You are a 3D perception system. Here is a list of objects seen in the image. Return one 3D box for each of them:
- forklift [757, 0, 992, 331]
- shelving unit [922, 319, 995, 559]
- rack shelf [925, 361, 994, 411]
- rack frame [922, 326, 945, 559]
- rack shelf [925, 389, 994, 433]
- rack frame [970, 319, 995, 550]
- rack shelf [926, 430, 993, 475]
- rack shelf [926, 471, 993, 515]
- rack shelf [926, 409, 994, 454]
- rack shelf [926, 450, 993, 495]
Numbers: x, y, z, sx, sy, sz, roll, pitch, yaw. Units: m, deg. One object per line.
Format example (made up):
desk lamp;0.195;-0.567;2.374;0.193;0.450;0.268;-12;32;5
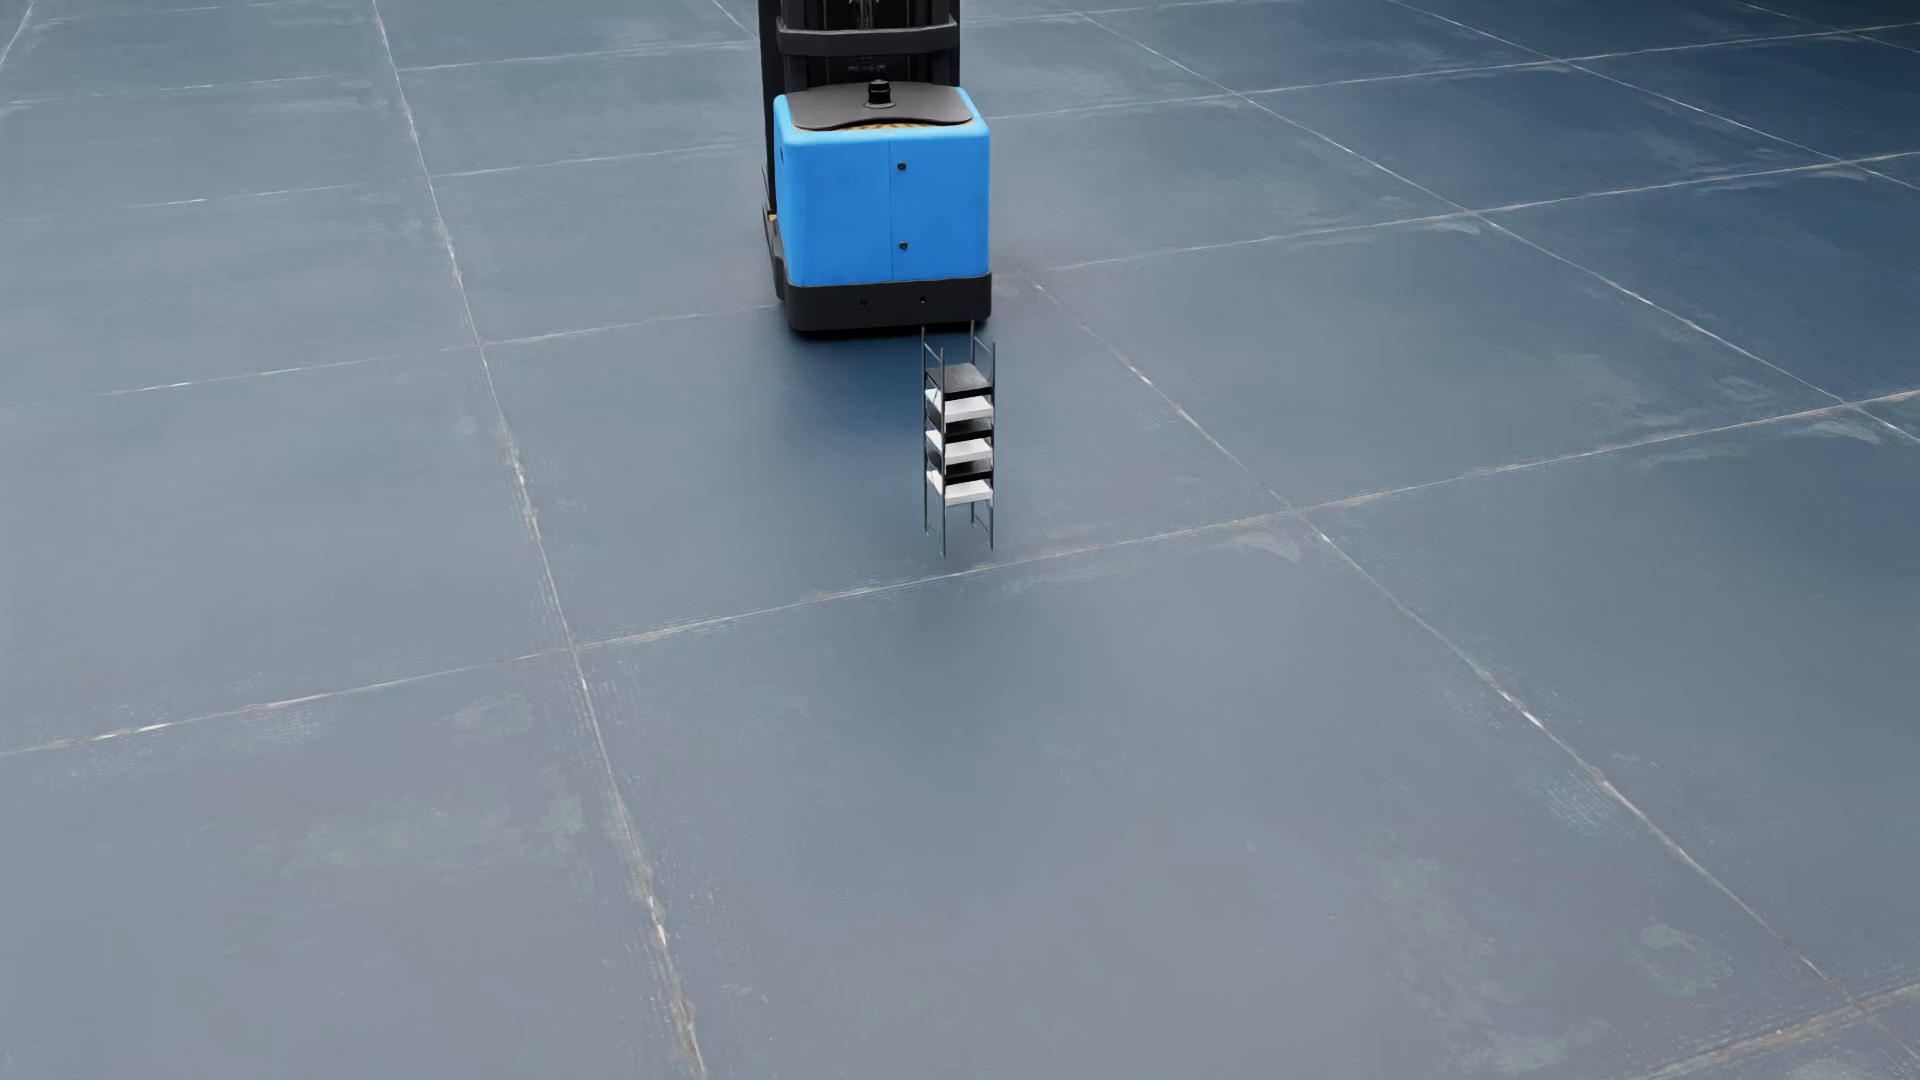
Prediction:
forklift;-0.583;-3.047;9.138;1.130;2.935;3.031;-5;30;-8
shelving unit;-0.008;-0.390;6.525;0.210;0.900;0.258;-10;31;-18
rack shelf;-0.008;-0.595;6.408;0.200;0.077;0.258;-10;31;-18
rack frame;-0.103;-0.372;6.494;0.006;0.900;0.240;-10;31;-18
rack shelf;-0.008;-0.517;6.452;0.200;0.077;0.258;-10;31;-18
rack frame;0.088;-0.407;6.556;0.006;0.900;0.240;-10;31;-18
rack shelf;-0.008;-0.361;6.541;0.200;0.077;0.258;-10;31;-18
rack shelf;-0.008;-0.204;6.630;0.200;0.077;0.258;-10;31;-18
rack shelf;-0.008;-0.439;6.497;0.200;0.077;0.258;-10;31;-18
rack shelf;-0.008;-0.282;6.586;0.200;0.077;0.258;-10;31;-18
